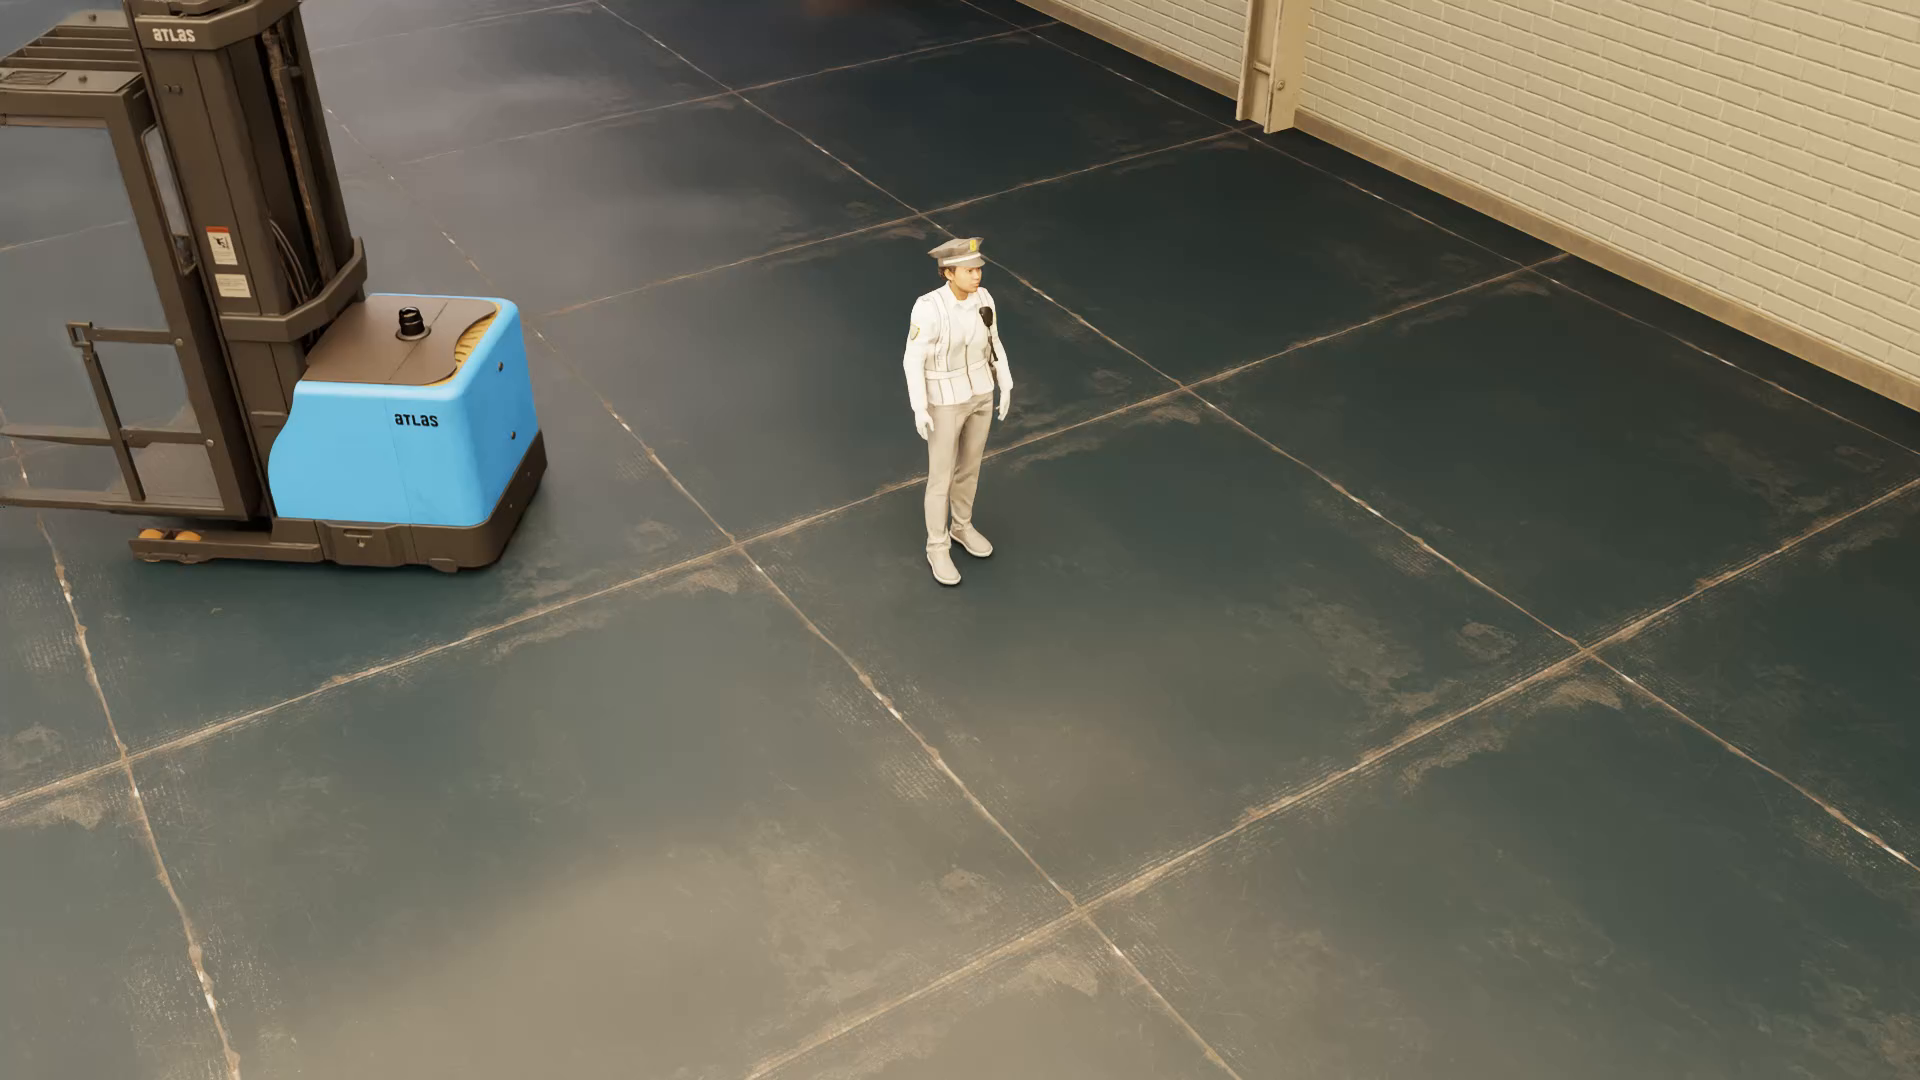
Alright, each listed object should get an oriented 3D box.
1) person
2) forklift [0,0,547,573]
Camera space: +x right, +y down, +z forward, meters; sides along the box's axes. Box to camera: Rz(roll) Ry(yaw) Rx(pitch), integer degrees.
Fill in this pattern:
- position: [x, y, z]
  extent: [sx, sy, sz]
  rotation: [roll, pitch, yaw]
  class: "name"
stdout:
- position: [0.032, -0.664, 8.155]
  extent: [0.586, 1.694, 0.530]
  rotation: [-21, 40, -27]
  class: "person"
- position: [-3.817, -1.375, 8.105]
  extent: [3.031, 2.935, 1.130]
  rotation: [3, 35, 4]
  class: "forklift"
